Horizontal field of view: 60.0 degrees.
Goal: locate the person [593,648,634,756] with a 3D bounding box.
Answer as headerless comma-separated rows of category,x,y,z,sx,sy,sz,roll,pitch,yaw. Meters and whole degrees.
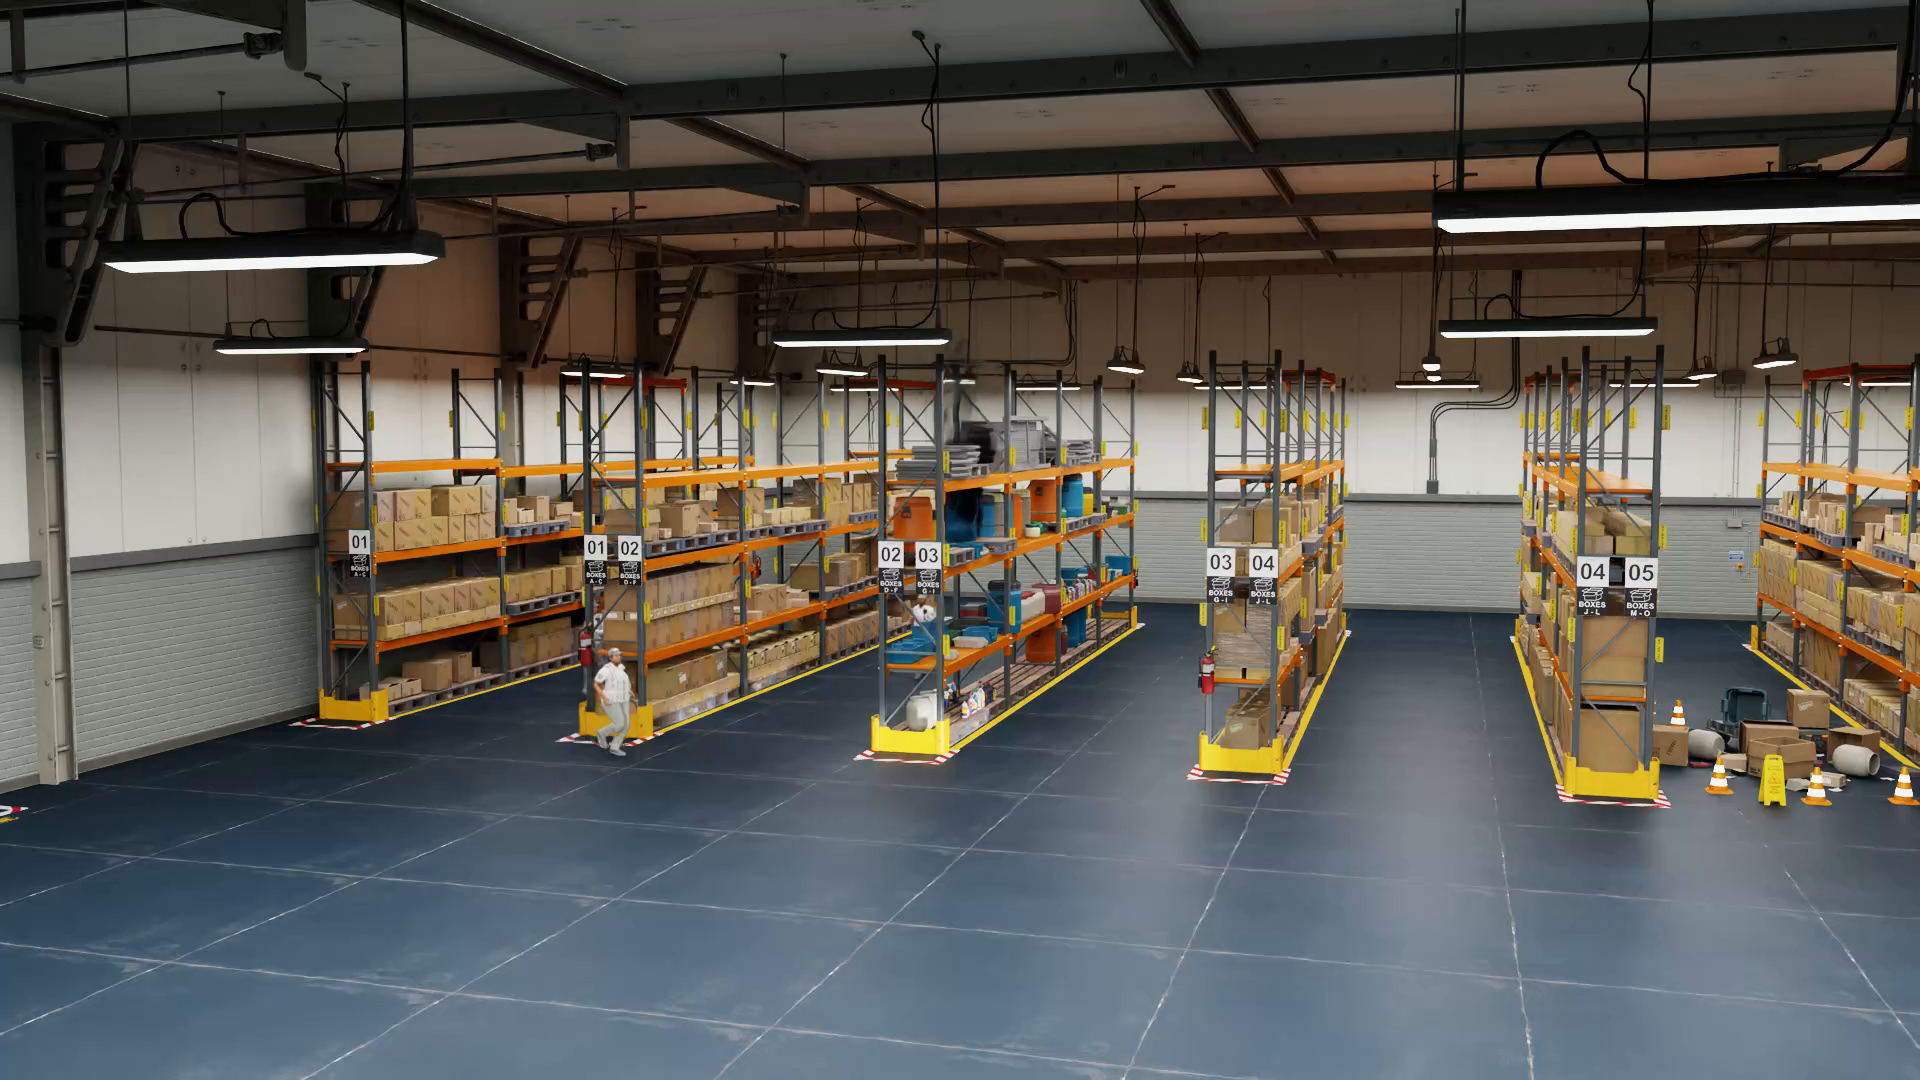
person,-5.149,2.421,24.895,0.549,1.625,0.616,3,5,32

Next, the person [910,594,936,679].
person,-0.720,1.843,32.631,0.590,1.683,0.743,1,4,18

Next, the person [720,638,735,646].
person,-4.872,1.739,34.843,0.535,1.548,0.567,1,4,18

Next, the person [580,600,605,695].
person,-6.746,1.939,30.703,0.599,1.708,0.878,0,4,7
